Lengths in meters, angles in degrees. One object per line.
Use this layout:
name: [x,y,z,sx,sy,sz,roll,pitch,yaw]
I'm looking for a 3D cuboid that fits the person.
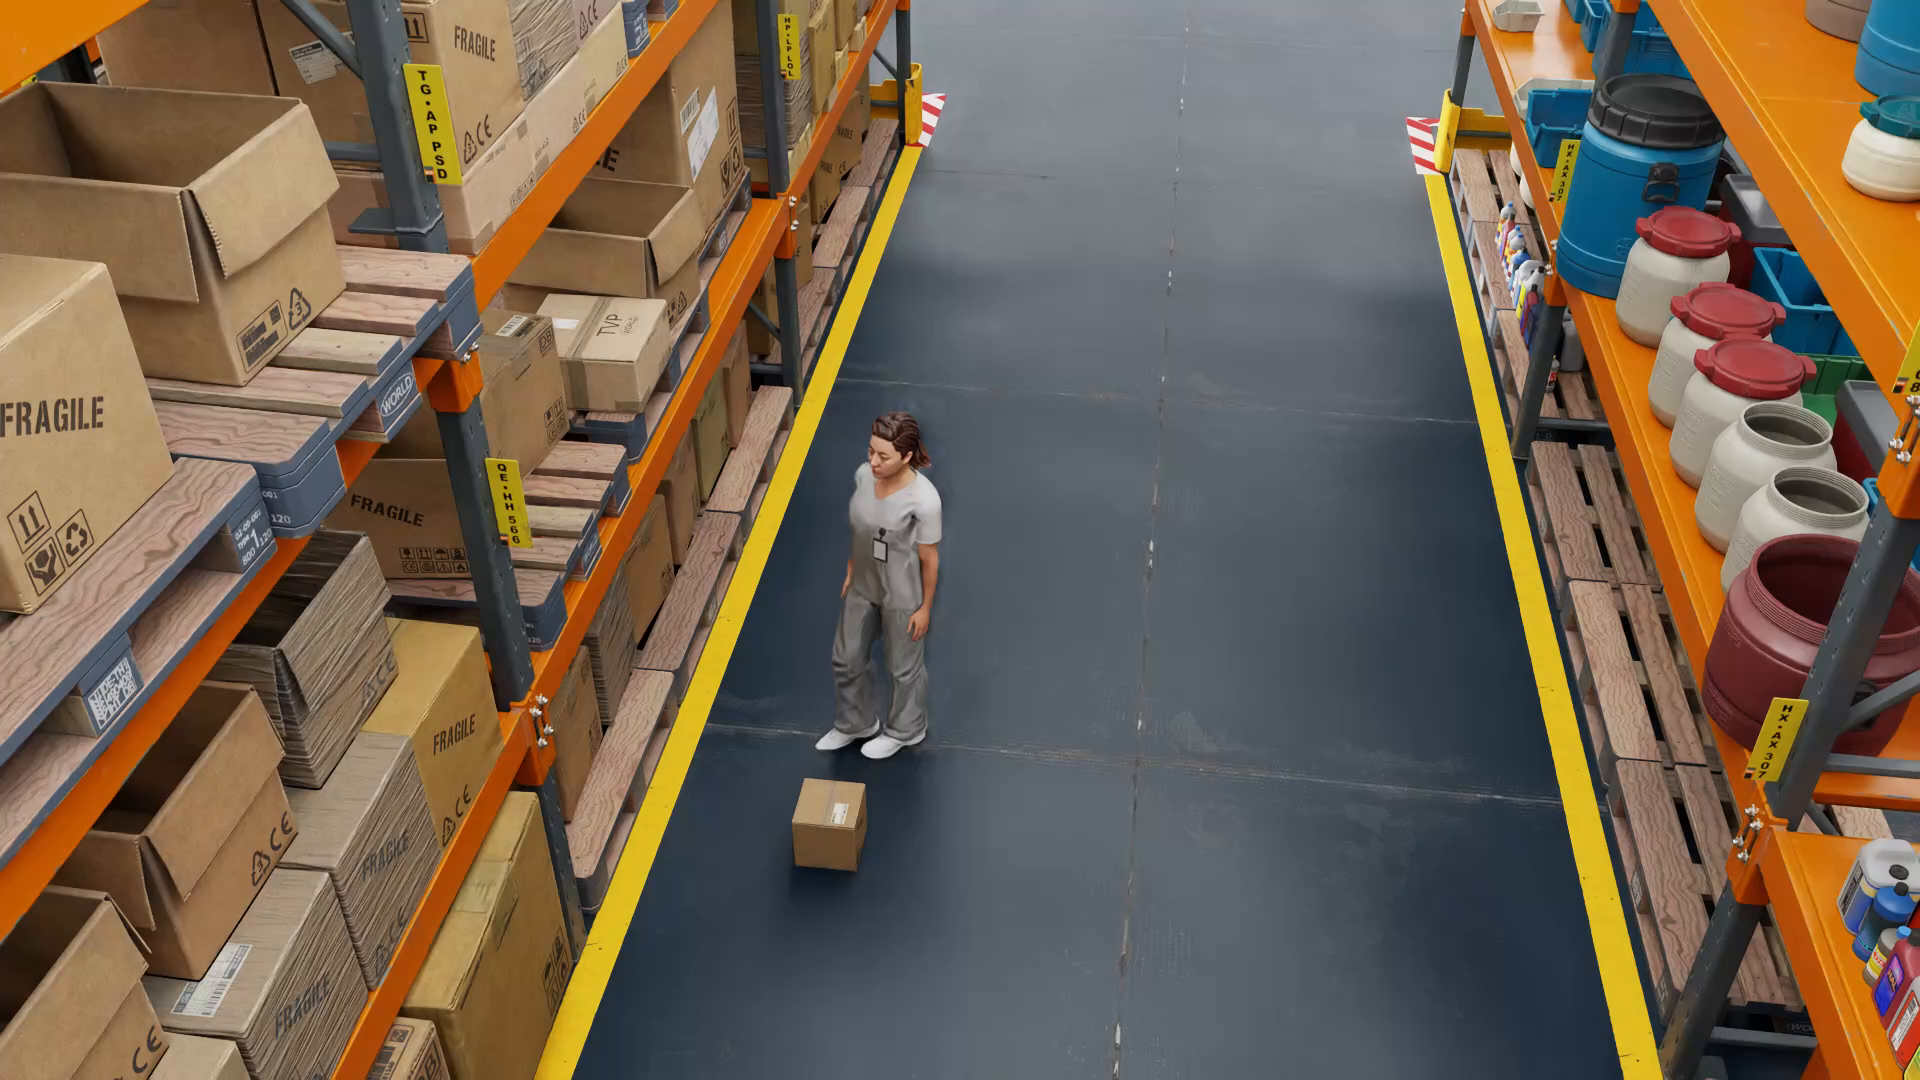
person: [-0.317,0.229,6.755,0.502,1.716,0.441,26,44,31]
